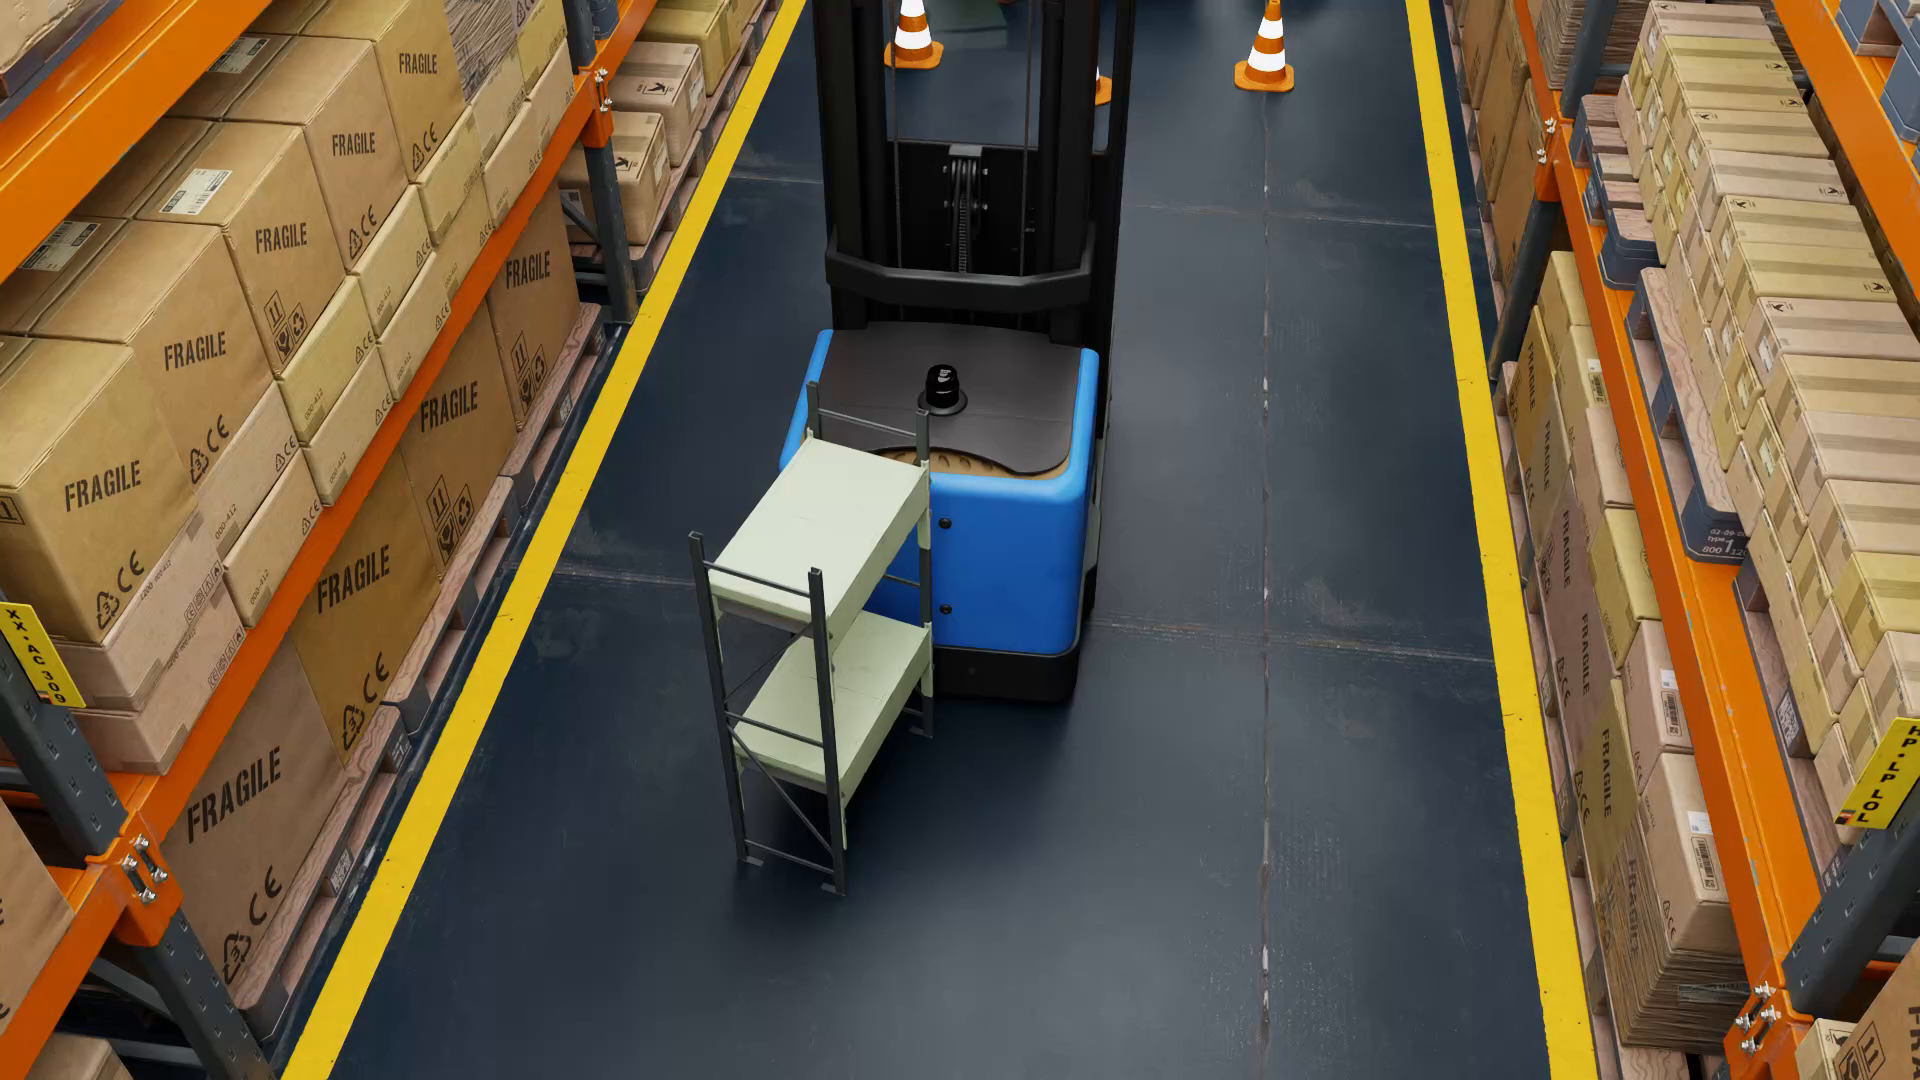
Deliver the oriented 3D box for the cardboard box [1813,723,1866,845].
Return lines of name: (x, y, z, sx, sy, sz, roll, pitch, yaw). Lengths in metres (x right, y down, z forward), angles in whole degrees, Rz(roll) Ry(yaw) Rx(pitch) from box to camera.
cardboard box: (2.220, 0.577, 3.836, 0.380, 0.149, 0.250, 4, 44, 5)

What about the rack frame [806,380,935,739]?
rack frame: (-0.281, 0.114, 5.539, 0.400, 1.500, 0.023, 16, 46, 16)

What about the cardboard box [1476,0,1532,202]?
cardboard box: (3.175, -2.138, 8.157, 1.050, 0.750, 0.750, 6, 44, 6)

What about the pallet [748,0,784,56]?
pallet: (-1.600, -3.363, 10.148, 1.003, 0.211, 1.213, 5, 44, 6)

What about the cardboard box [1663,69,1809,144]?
cardboard box: (2.570, -1.429, 5.522, 0.380, 0.149, 0.250, 5, 44, 5)

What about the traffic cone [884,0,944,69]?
traffic cone: (-0.275, -3.013, 9.596, 0.336, 0.463, 0.334, 5, 44, 6)

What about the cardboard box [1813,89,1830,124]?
cardboard box: (3.279, -1.591, 5.909, 0.380, 0.149, 0.250, 6, 44, 6)

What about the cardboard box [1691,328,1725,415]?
cardboard box: (2.425, -0.493, 4.966, 0.380, 0.149, 0.250, 4, 44, 4)

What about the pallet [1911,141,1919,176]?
pallet: (2.551, -0.505, 3.057, 1.213, 0.211, 1.003, 5, 44, 6)

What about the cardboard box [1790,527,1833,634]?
cardboard box: (2.290, 0.120, 4.103, 0.380, 0.149, 0.250, 7, 44, 7)

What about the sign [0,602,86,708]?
sign: (-2.006, 0.252, 3.615, 0.100, 0.325, 0.005, 5, 44, 6)

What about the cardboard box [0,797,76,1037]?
cardboard box: (-2.364, 0.849, 3.599, 0.500, 0.500, 0.500, 6, 44, 6)

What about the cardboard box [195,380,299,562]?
cardboard box: (-2.177, -0.214, 4.539, 0.500, 0.250, 0.500, 6, 44, 6)

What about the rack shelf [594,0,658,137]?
rack shelf: (-1.763, -3.282, 8.558, 1.077, 0.370, 4.000, 5, 44, 6)

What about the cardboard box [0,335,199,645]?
cardboard box: (-2.213, -0.127, 3.903, 0.500, 0.500, 0.500, 6, 44, 6)

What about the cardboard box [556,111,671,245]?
cardboard box: (-1.943, -1.763, 8.036, 0.950, 0.372, 0.625, 3, 43, 3)

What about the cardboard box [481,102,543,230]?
cardboard box: (-1.889, -1.408, 6.165, 0.500, 0.250, 0.500, 6, 44, 6)

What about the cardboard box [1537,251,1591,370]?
cardboard box: (2.562, -0.869, 6.453, 0.500, 0.250, 0.500, 3, 44, 4)

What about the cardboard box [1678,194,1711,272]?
cardboard box: (2.497, -0.949, 5.231, 0.380, 0.149, 0.250, 5, 44, 6)

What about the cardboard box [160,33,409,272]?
cardboard box: (-2.042, -1.171, 5.005, 0.500, 0.500, 0.500, 5, 44, 5)

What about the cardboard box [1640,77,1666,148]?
cardboard box: (2.596, -1.472, 5.784, 0.380, 0.149, 0.250, 7, 44, 8)

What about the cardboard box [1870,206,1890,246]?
cardboard box: (3.179, -1.058, 5.347, 0.380, 0.149, 0.250, 5, 44, 6)

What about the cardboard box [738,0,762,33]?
cardboard box: (-1.657, -3.257, 9.614, 0.950, 0.372, 0.625, 8, 44, 8)

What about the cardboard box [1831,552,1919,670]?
cardboard box: (2.258, 0.175, 3.828, 0.380, 0.149, 0.250, 4, 44, 4)

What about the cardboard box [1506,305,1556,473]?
cardboard box: (2.547, -0.585, 6.699, 0.500, 0.500, 0.500, 4, 44, 4)

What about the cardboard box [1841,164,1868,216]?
cardboard box: (3.215, -1.138, 5.648, 0.380, 0.149, 0.250, 6, 44, 6)

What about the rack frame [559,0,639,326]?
rack frame: (-2.027, -2.180, 6.871, 1.000, 3.000, 0.127, 5, 44, 6)

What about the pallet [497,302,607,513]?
pallet: (-2.206, -0.637, 7.270, 1.003, 0.211, 1.213, 5, 44, 6)

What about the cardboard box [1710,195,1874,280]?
cardboard box: (2.468, -0.883, 4.946, 0.380, 0.149, 0.250, 6, 44, 7)

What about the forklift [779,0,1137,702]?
forklift: (0.077, -1.494, 6.196, 1.130, 2.935, 3.031, 5, 44, 5)

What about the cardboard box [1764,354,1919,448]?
cardboard box: (2.365, -0.347, 4.380, 0.380, 0.149, 0.250, 4, 44, 4)

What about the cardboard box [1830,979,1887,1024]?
cardboard box: (2.725, 1.202, 4.811, 0.500, 0.500, 0.500, 7, 44, 7)

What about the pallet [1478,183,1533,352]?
pallet: (3.072, -1.317, 7.988, 1.003, 0.211, 1.213, 5, 44, 6)

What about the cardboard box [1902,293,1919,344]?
cardboard box: (3.108, -0.609, 5.089, 0.380, 0.149, 0.250, 6, 44, 7)

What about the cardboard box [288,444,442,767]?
cardboard box: (-2.442, 0.119, 5.683, 0.875, 0.875, 0.875, 6, 44, 7)

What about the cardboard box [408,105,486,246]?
cardboard box: (-1.951, -1.254, 5.638, 0.500, 0.250, 0.500, 4, 44, 4)

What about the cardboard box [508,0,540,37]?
cardboard box: (-1.836, -2.204, 6.096, 0.500, 0.500, 0.500, 4, 44, 4)

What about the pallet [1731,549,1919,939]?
pallet: (2.609, 0.489, 4.192, 1.003, 0.211, 1.213, 5, 44, 6)

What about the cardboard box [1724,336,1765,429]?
cardboard box: (2.392, -0.430, 4.684, 0.380, 0.149, 0.250, 5, 44, 6)

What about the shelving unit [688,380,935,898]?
shelving unit: (-0.421, 0.347, 5.293, 0.431, 1.500, 0.755, 16, 46, 16)

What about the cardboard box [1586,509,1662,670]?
cardboard box: (2.349, 0.168, 5.358, 0.500, 0.250, 0.500, 3, 44, 4)

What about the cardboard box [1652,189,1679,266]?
cardboard box: (2.529, -1.023, 5.526, 0.380, 0.149, 0.250, 7, 44, 7)

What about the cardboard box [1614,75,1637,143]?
cardboard box: (2.634, -1.574, 6.108, 0.380, 0.149, 0.250, 5, 44, 5)

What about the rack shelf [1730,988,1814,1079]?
rack shelf: (2.100, 2.551, 2.397, 1.077, 0.370, 4.000, 5, 44, 6)

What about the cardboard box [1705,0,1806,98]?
cardboard box: (3.220, -2.117, 6.732, 0.500, 0.500, 0.500, 6, 44, 6)

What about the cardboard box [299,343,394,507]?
cardboard box: (-2.086, -0.376, 5.075, 0.500, 0.250, 0.500, 5, 44, 5)

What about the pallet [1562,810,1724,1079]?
pallet: (2.465, 1.409, 5.109, 1.003, 0.211, 1.213, 5, 44, 6)

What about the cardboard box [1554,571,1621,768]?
cardboard box: (2.352, 0.456, 5.600, 0.500, 0.500, 0.500, 4, 44, 5)

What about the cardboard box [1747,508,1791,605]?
cardboard box: (2.322, 0.059, 4.383, 0.380, 0.149, 0.250, 3, 44, 3)
